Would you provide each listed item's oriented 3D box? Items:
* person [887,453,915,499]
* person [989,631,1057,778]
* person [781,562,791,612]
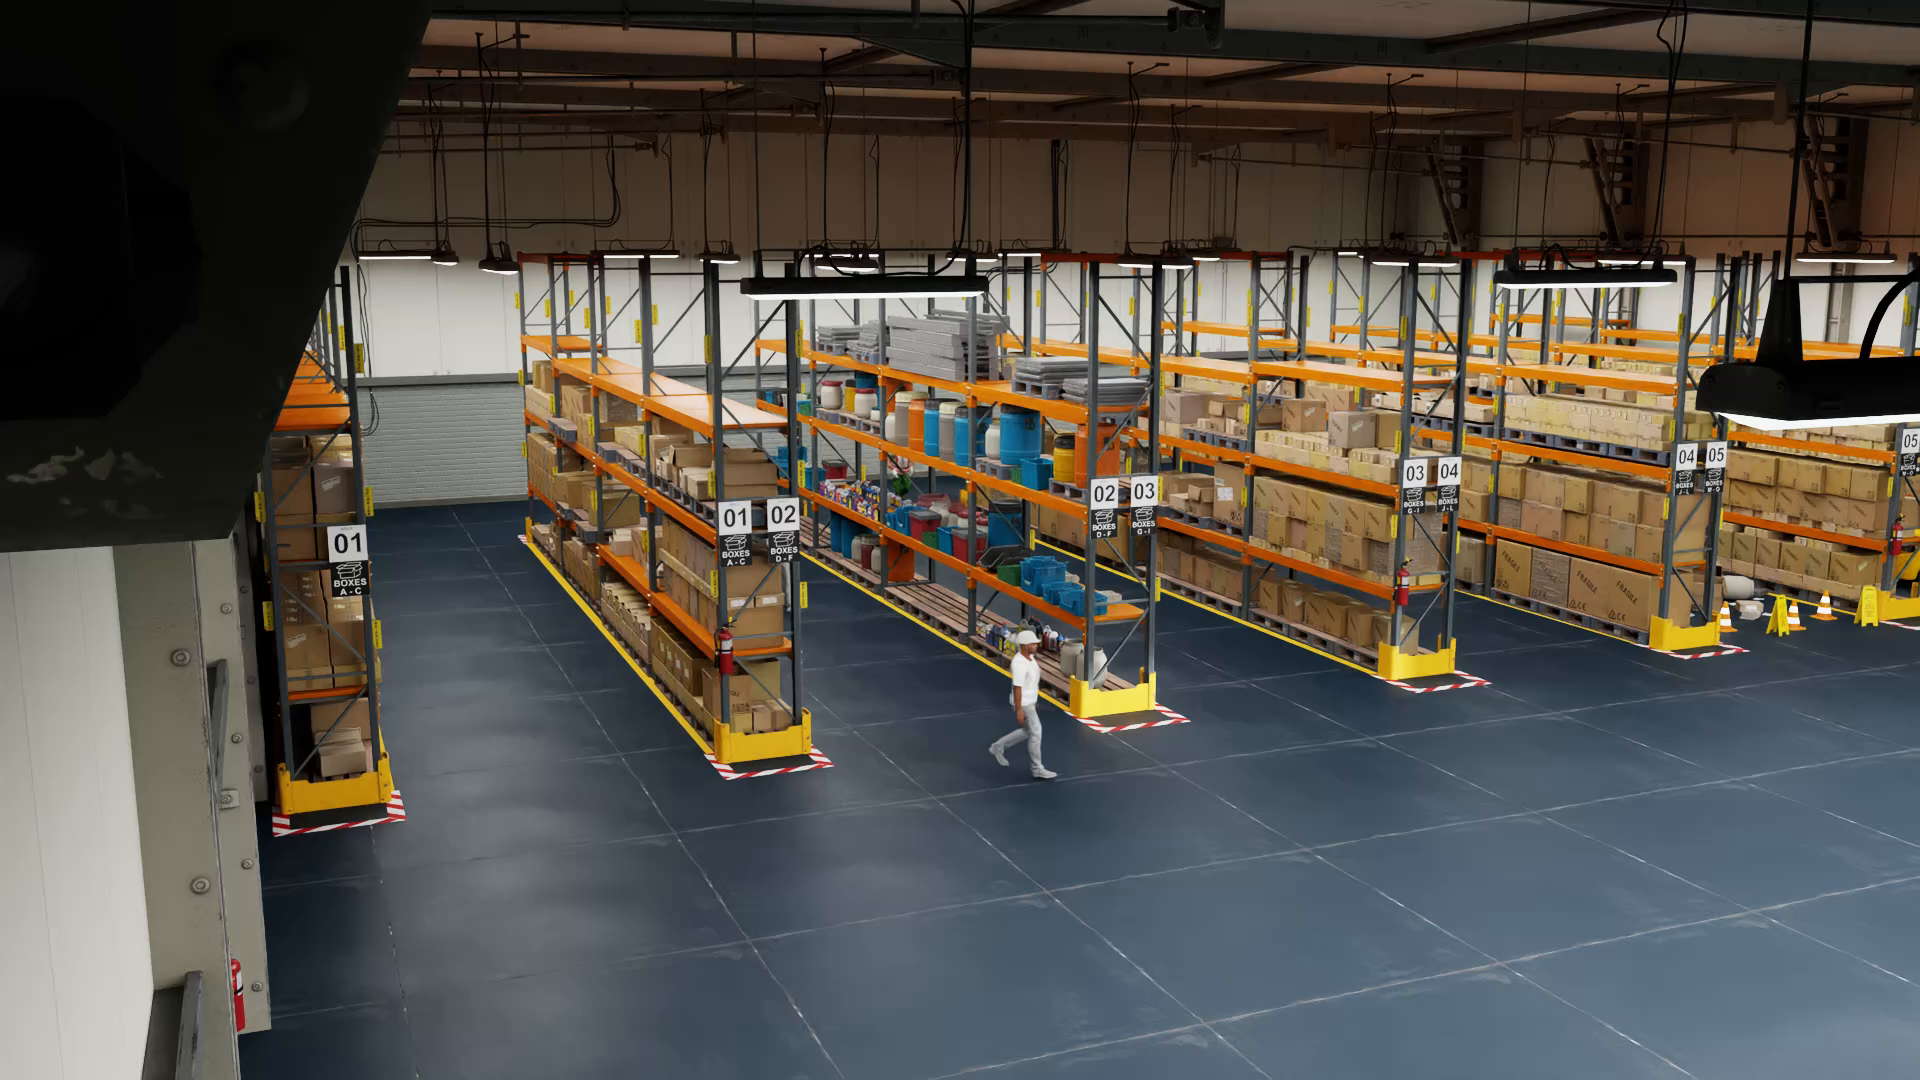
[{"bbox_3d":[-1.367,-1.566,38.959,0.688,1.680,0.671,-3,11,-14],"label":"person"},{"bbox_3d":[0.755,1.919,19.671,0.853,1.744,0.634,2,11,12],"label":"person"},{"bbox_3d":[-3.076,0.390,28.369,0.445,1.609,1.082,-5,11,-25],"label":"person"}]
